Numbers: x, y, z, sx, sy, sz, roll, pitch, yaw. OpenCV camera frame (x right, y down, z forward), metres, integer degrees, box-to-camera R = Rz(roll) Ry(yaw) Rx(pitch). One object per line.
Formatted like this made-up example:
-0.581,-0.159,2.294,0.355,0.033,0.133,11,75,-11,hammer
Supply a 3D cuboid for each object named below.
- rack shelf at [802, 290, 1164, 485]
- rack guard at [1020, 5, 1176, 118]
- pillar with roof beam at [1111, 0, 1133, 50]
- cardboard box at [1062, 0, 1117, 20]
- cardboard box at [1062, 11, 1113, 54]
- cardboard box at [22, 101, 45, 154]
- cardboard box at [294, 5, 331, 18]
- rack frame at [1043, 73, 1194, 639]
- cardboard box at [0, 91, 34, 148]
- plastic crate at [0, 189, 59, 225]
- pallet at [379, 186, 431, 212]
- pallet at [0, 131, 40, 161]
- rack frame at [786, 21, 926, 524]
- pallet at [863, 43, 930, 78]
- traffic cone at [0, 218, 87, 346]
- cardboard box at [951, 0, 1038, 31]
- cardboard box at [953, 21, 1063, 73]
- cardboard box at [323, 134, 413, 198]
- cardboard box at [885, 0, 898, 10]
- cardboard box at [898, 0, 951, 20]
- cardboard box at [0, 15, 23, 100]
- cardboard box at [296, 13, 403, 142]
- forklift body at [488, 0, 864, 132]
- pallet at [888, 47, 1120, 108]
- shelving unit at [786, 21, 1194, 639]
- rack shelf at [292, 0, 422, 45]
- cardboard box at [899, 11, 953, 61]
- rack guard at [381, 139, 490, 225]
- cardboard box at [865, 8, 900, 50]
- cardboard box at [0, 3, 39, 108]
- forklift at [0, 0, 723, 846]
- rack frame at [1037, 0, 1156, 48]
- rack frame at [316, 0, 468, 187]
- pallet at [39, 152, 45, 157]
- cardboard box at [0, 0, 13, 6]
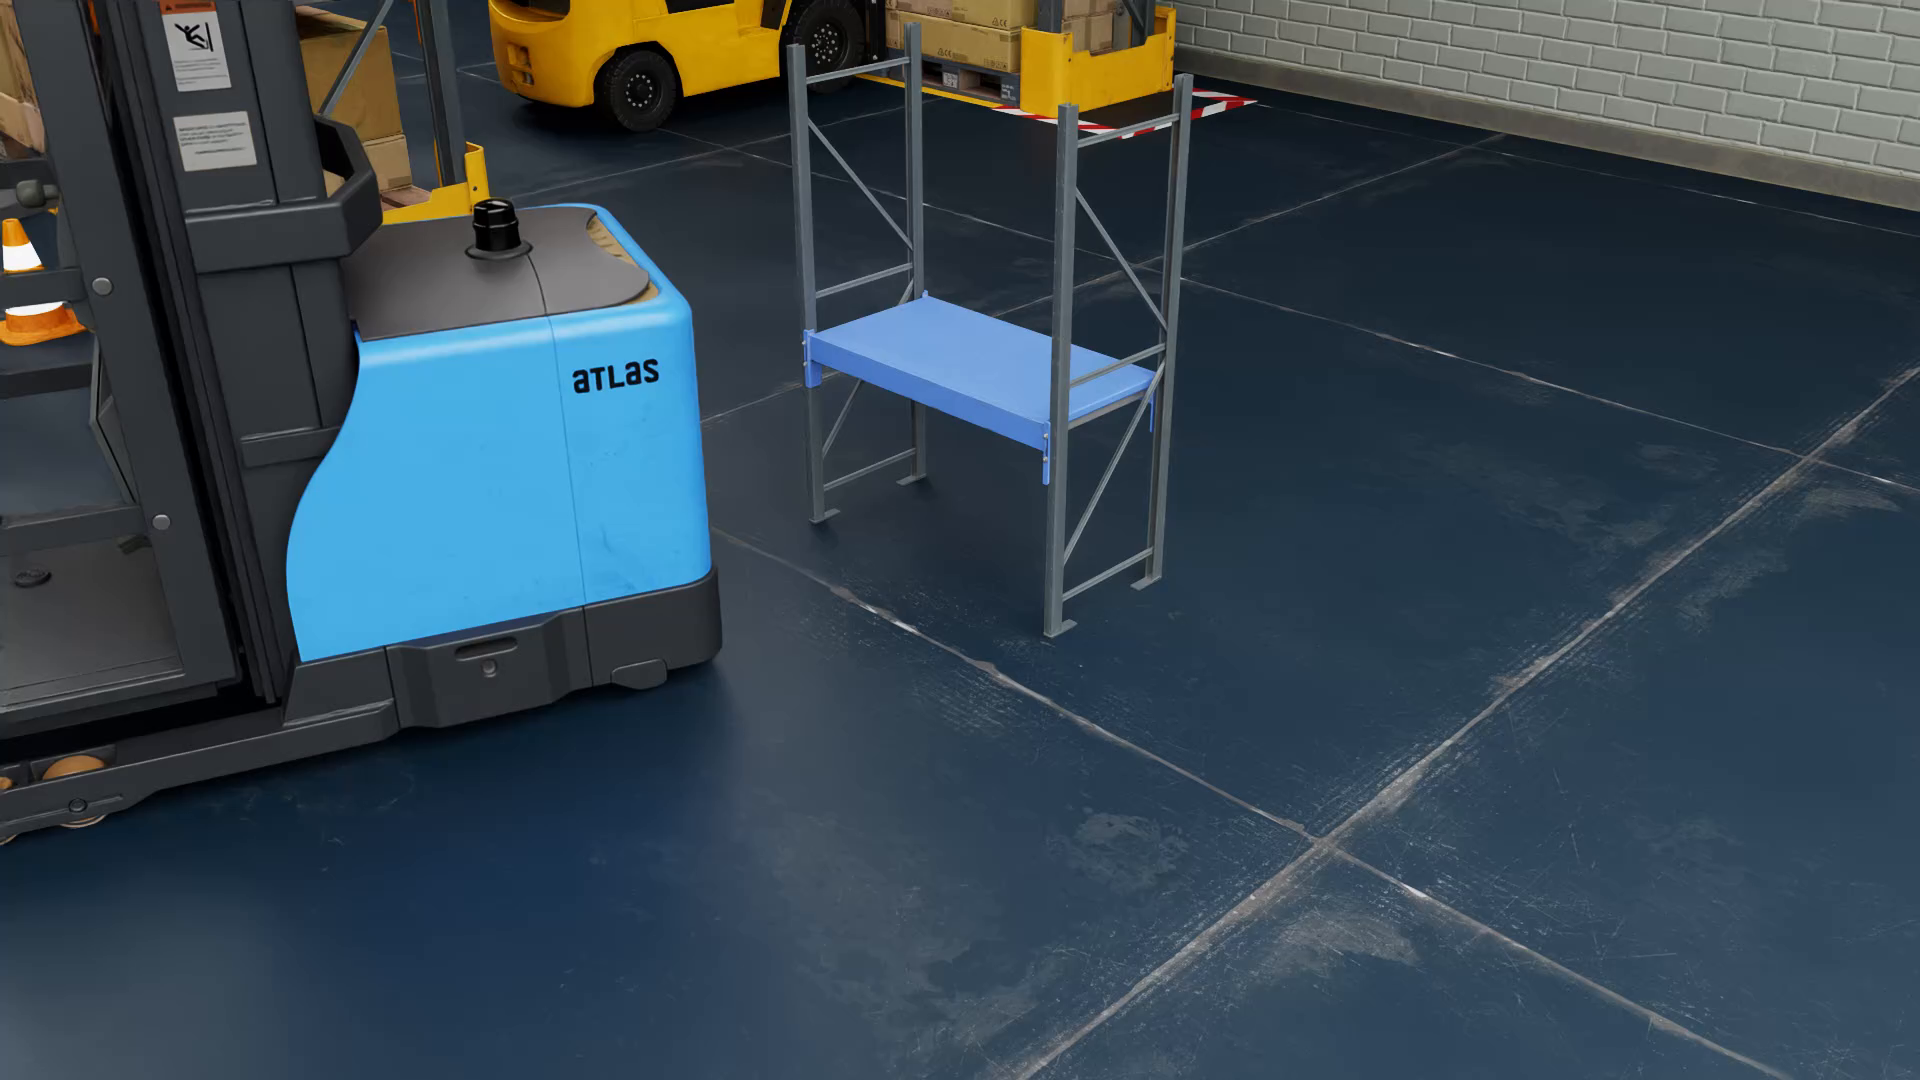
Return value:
0.061,-0.477,4.932,1.000,0.185,0.538,25,36,38,rack shelf
0.877,-3.030,10.476,0.348,0.500,1.175,25,36,38,rack guard
-2.023,-5.897,6.797,0.400,9.000,9.100,25,36,38,pillar with roof beam
0.671,-3.557,10.758,0.500,0.250,0.500,-25,36,-38,cardboard box
0.647,-3.339,10.879,0.500,0.250,0.500,25,37,39,cardboard box
-4.469,-2.145,8.610,0.500,0.250,0.500,24,36,38,cardboard box
-3.392,-2.329,8.153,0.500,0.500,0.500,23,35,37,cardboard box
0.423,-0.470,4.533,0.032,1.500,0.500,25,36,38,rack frame
-4.849,-2.318,8.938,0.500,0.250,0.500,-23,35,-36,cardboard box
-4.925,-1.725,8.444,0.583,0.080,0.402,12,30,22,plastic crate
-3.226,-1.563,7.997,1.213,0.211,1.003,25,36,38,pallet
-4.966,-2.360,9.511,1.213,0.211,1.003,25,36,38,pallet
-0.302,-0.802,5.163,0.032,1.500,0.500,25,36,38,rack frame
-0.580,-3.544,11.763,1.213,0.211,1.003,25,36,38,pallet
-3.828,-1.085,6.817,0.334,0.463,0.336,25,36,38,traffic cone
0.294,-3.390,10.440,0.500,0.250,0.500,24,36,38,cardboard box
0.304,-3.162,10.543,0.500,0.250,0.500,25,37,39,cardboard box
-2.999,-1.820,7.991,0.500,0.250,0.500,24,36,38,cardboard box
-0.439,-3.718,11.065,0.500,0.250,0.500,24,36,37,cardboard box
-0.056,-3.557,10.758,0.500,0.250,0.500,24,36,38,cardboard box
-4.848,-2.649,8.763,0.500,0.500,0.500,-24,36,-37,cardboard box
-3.016,-2.159,7.831,0.500,0.500,0.500,23,36,37,cardboard box
-1.771,-3.782,10.132,1.214,2.155,2.313,25,36,38,forklift body
0.285,-3.146,11.006,1.213,0.211,1.003,25,36,38,pallet
0.061,-0.636,4.848,1.048,1.500,0.538,25,36,38,shelving unit
-4.043,-2.830,8.182,4.000,0.370,1.077,25,36,38,rack shelf
-0.044,-3.327,10.858,0.500,0.250,0.500,25,36,38,cardboard box
-2.671,-1.414,7.403,0.348,0.500,1.175,25,36,38,rack guard
-0.395,-3.494,11.174,0.500,0.250,0.500,-25,37,-39,cardboard box
-4.480,-2.479,8.440,0.500,0.500,0.500,-23,35,-37,cardboard box
-2.213,-0.858,3.733,3.031,2.935,1.130,-12,30,-21,forklift
0.860,-4.145,9.909,0.127,3.000,1.000,25,36,38,rack frame
-2.617,-2.496,6.774,0.127,3.000,1.000,25,36,38,rack frame
-4.092,-1.961,8.754,1.213,0.211,1.003,25,36,38,pallet
-4.629,-2.792,8.338,0.380,0.149,0.250,-23,35,-36,cardboard box
